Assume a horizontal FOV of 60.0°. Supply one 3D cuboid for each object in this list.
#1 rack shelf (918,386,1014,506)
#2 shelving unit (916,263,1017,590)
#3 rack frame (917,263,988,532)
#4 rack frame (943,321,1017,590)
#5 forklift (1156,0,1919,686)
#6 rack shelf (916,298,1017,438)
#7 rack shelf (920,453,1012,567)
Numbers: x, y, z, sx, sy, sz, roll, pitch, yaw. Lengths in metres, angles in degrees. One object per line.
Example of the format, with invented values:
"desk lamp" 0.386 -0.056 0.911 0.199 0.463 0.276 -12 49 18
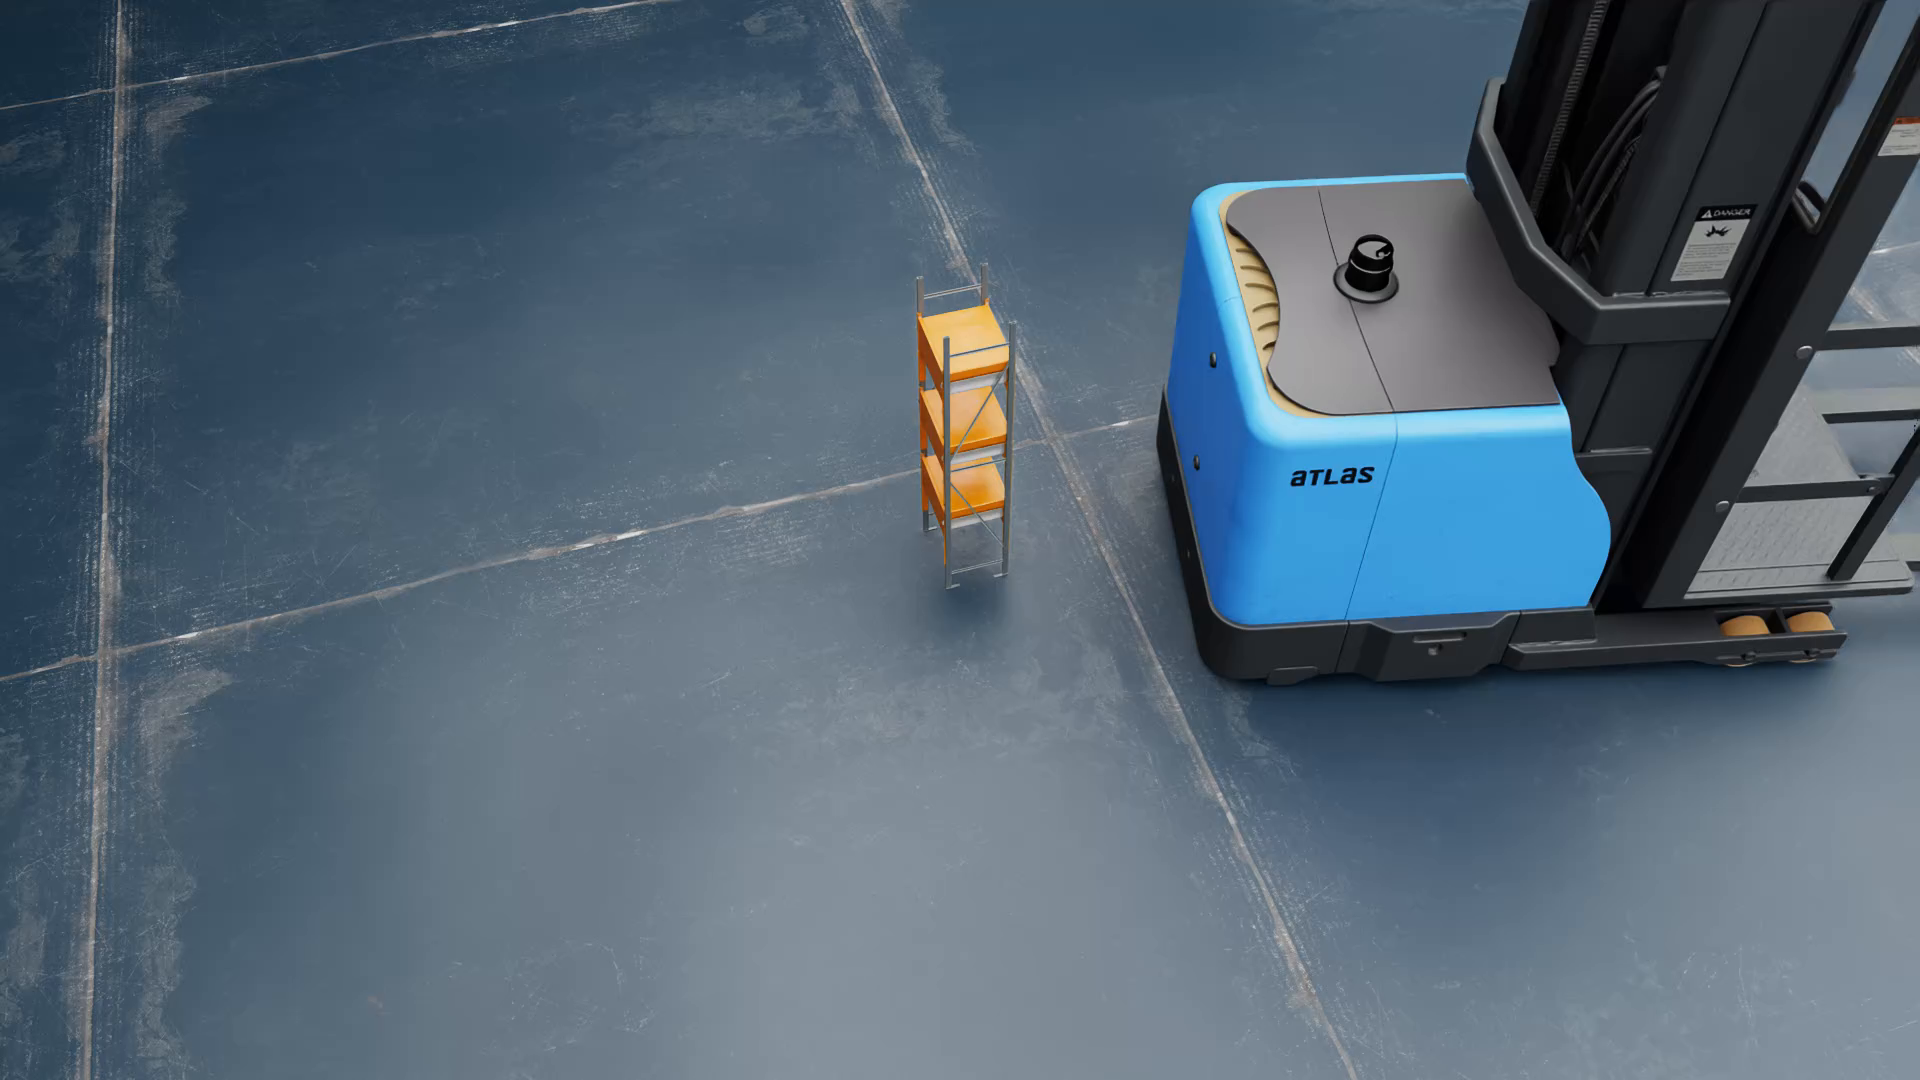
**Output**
"rack shelf" 0.016 -0.292 4.824 0.215 0.259 0.240 -13 51 -11
"shelving unit" 0.016 -0.299 4.816 0.215 1.050 0.252 -13 51 -11
"rack frame" -0.020 -0.388 4.891 0.200 1.050 0.008 -13 51 -11
"rack frame" 0.052 -0.210 4.741 0.200 1.050 0.008 -13 51 -11
"forklift" 2.181 -0.973 4.153 3.031 2.935 1.130 -3 50 -3
"rack shelf" 0.016 -0.475 4.607 0.215 0.259 0.240 -13 51 -11
"rack shelf" 0.016 -0.113 5.036 0.215 0.259 0.240 -13 51 -11
